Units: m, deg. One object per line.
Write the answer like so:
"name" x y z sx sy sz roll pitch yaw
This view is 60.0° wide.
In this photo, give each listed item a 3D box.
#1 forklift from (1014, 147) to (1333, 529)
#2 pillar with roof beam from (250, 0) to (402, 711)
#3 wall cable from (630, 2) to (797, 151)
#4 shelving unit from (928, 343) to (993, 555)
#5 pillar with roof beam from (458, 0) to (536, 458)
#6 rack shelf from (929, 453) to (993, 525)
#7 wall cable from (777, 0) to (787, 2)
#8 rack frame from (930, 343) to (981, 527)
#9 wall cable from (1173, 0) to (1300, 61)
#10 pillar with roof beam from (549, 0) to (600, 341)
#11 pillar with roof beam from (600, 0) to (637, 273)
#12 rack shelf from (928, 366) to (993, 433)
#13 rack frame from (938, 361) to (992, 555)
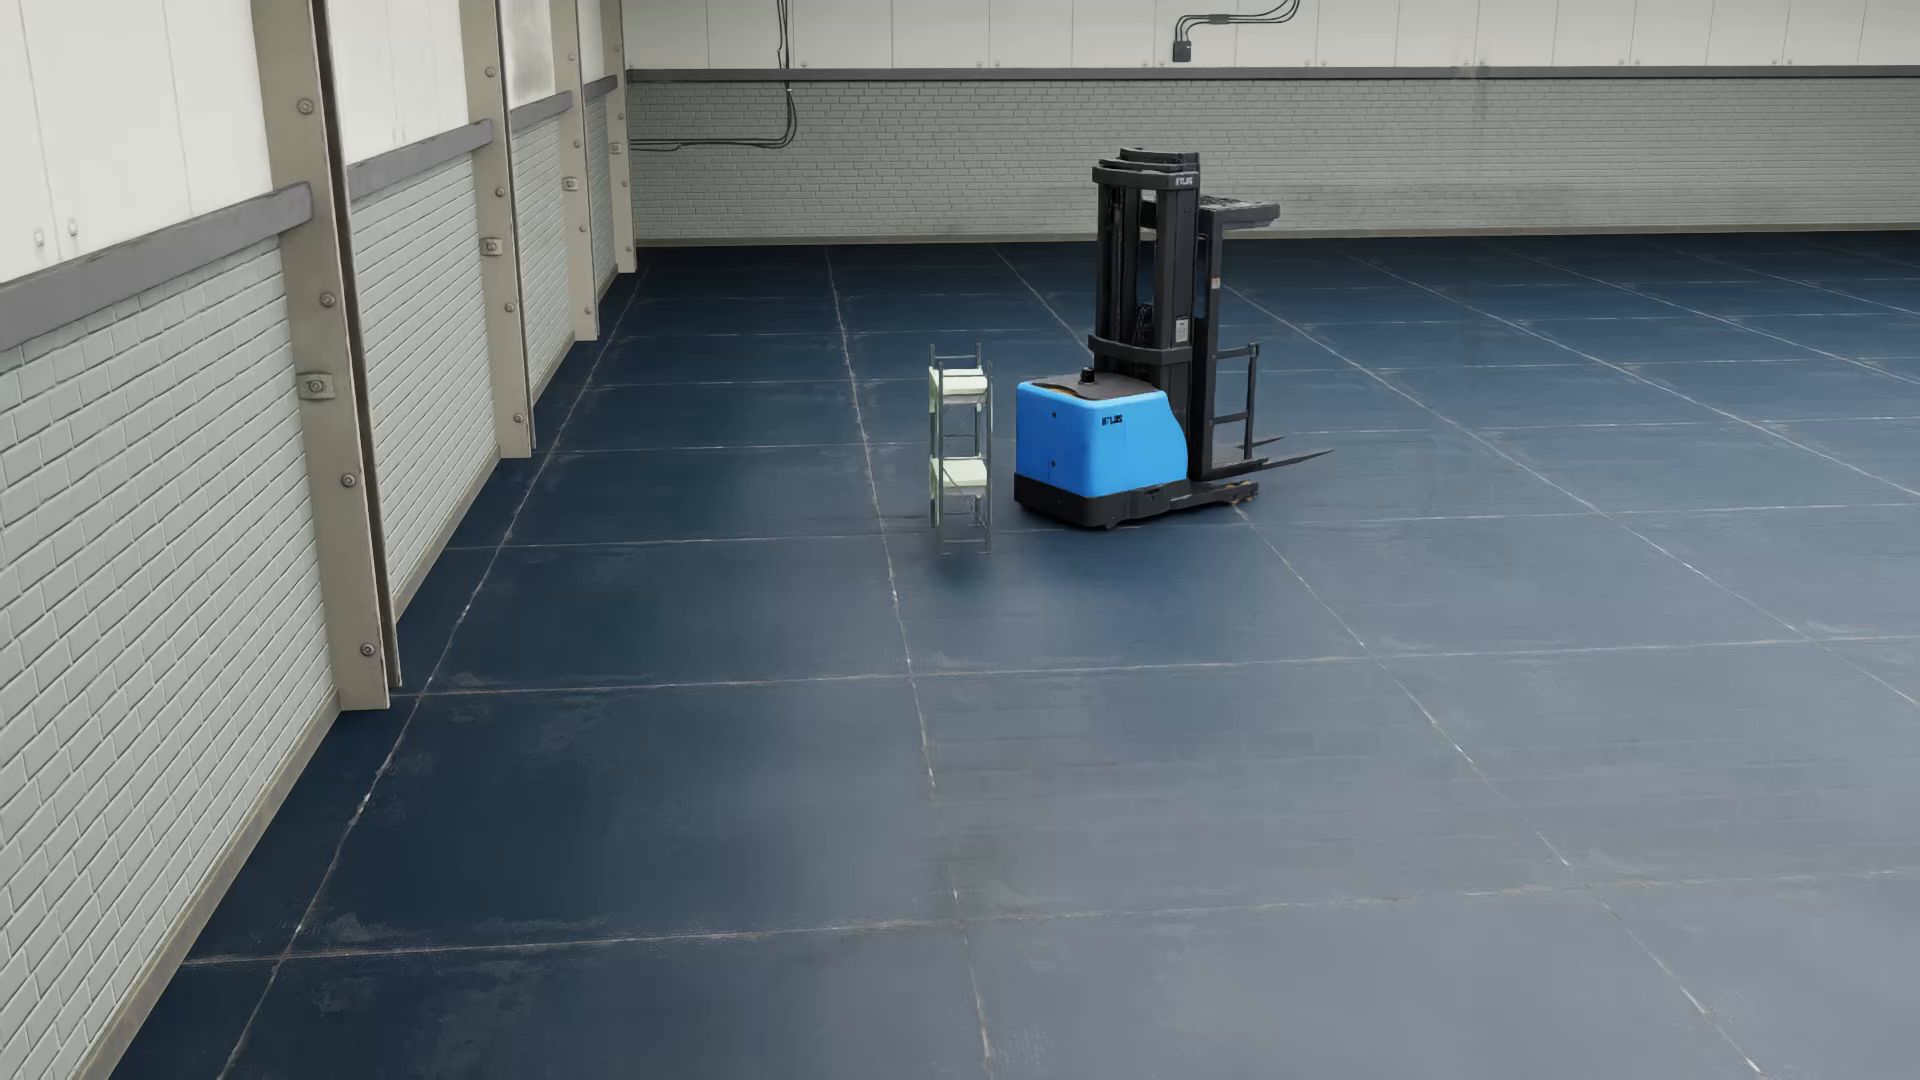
"forklift" 1.948 -1.817 14.071 3.031 2.935 1.130 -12 21 -34
"pillar with roof beam" 0.681 -3.470 9.208 9.100 9.000 0.400 -2 18 -6
"wall cable" -4.446 -8.137 29.257 3.097 2.526 0.112 -2 18 -6
"shelving unit" -0.001 -0.718 12.959 0.431 1.500 0.755 -2 18 -6
"pillar with roof beam" 0.062 -5.258 14.902 9.100 9.000 0.400 -2 18 -6
"rack shelf" -0.001 -0.407 13.056 0.431 0.370 0.720 -2 18 -6
"wall cable" -1.755 -10.631 28.767 3.097 2.526 0.112 -2 18 -6
"rack frame" -0.038 -0.827 13.306 0.400 1.500 0.023 -2 18 -6
"wall cable" 4.998 -11.530 29.202 2.305 6.003 0.169 -2 18 -6
"pillar with roof beam" -0.557 -7.046 20.596 9.100 9.000 0.400 -2 18 -6
"pillar with roof beam" -1.175 -8.833 26.290 9.100 9.000 0.400 -2 18 -6
"rack shelf" -0.001 -1.090 12.842 0.431 0.370 0.720 -2 18 -6
"rack frame" 0.037 -0.609 12.611 0.400 1.500 0.023 -2 18 -6
